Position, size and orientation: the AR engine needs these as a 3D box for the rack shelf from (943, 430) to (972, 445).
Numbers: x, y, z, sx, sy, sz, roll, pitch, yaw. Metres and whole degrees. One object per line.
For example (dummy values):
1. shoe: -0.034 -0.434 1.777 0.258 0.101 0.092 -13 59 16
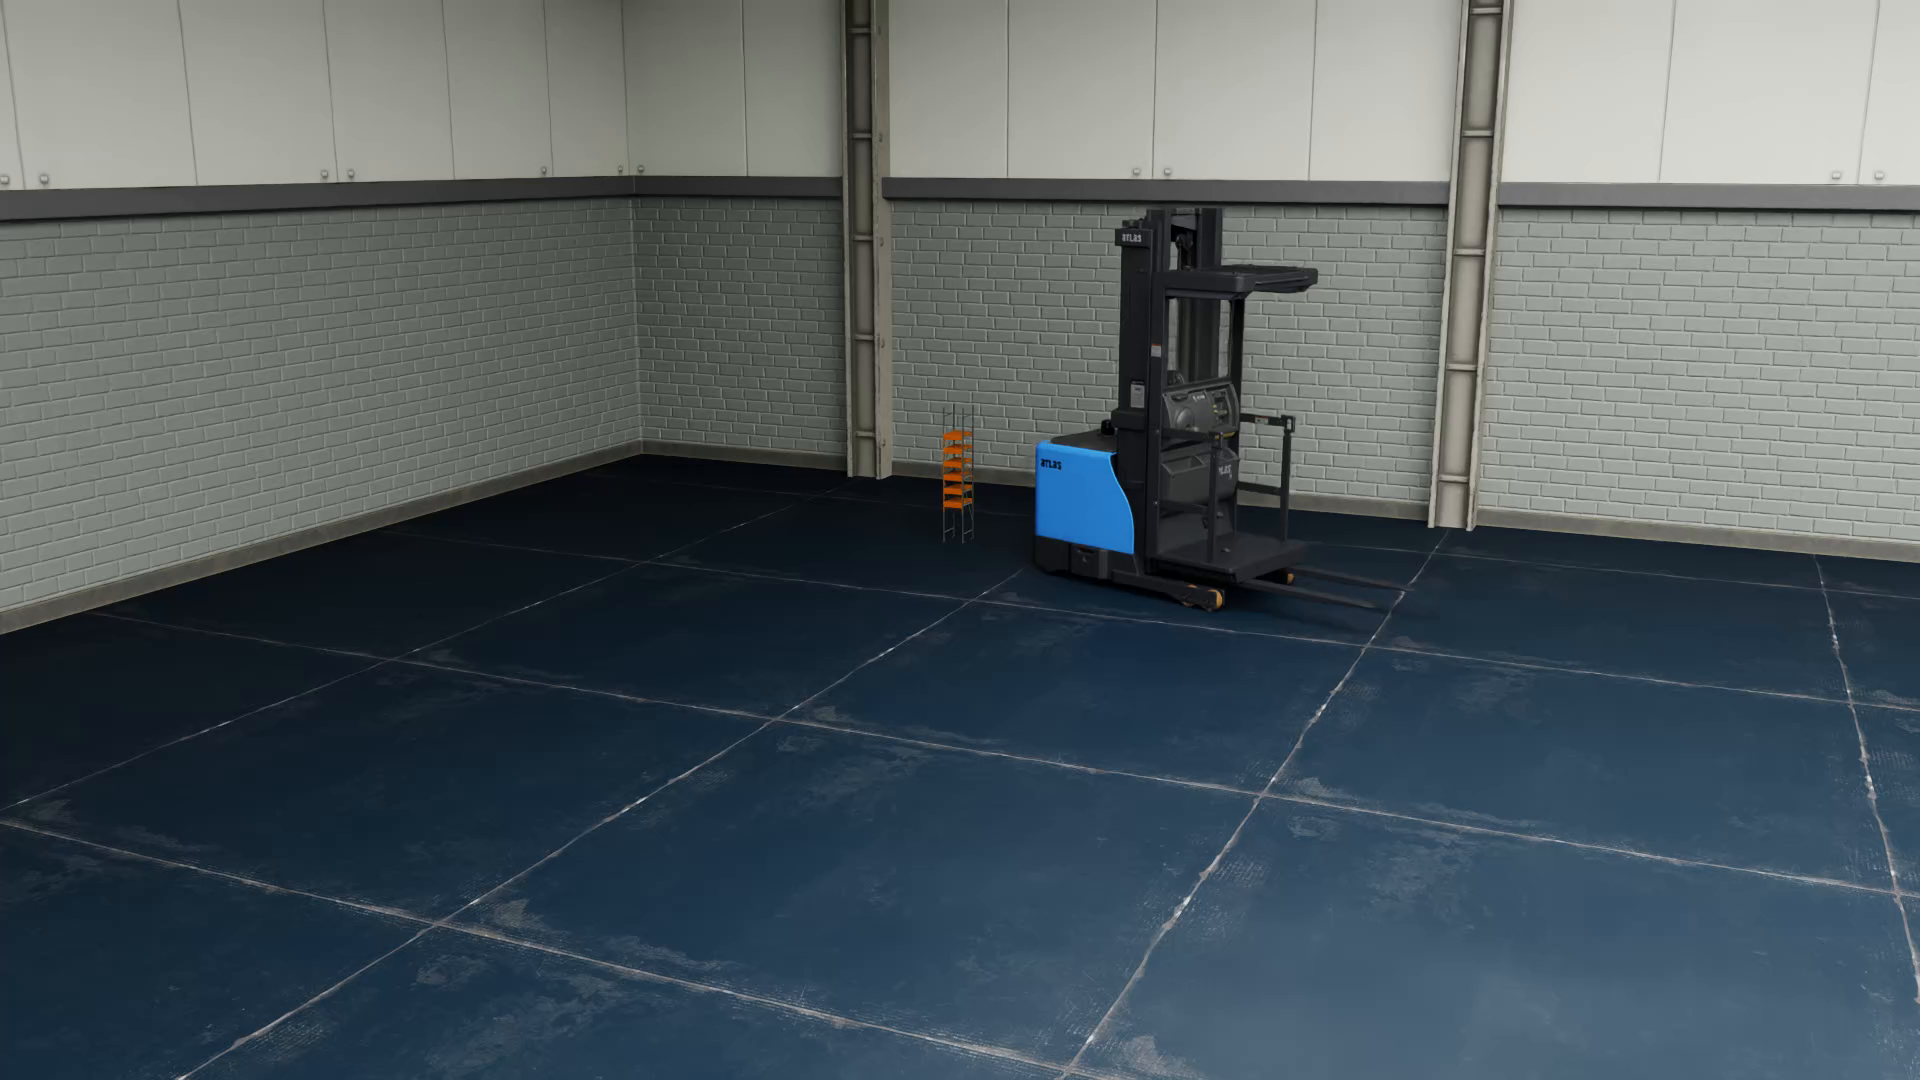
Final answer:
1. rack shelf: -0.013 -0.893 14.551 0.180 0.103 0.258 6 14 23

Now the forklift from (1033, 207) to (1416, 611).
1. forklift: 2.020 -1.027 12.717 3.031 2.935 1.130 12 18 41

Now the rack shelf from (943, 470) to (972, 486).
1. rack shelf: -0.013 -0.542 14.634 0.180 0.103 0.258 6 14 23

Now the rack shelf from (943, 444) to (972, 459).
1. rack shelf: -0.013 -0.776 14.579 0.180 0.103 0.258 6 14 23

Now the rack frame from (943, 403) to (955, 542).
1. rack frame: -0.097 -0.594 14.660 0.006 1.200 0.240 6 14 23

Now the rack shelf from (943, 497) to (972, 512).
1. rack shelf: -0.013 -0.309 14.688 0.180 0.103 0.258 6 14 23

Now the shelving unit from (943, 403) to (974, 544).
1. shelving unit: -0.013 -0.585 14.623 0.189 1.200 0.258 6 14 23

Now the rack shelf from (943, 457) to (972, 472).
1. rack shelf: -0.013 -0.659 14.606 0.180 0.103 0.258 6 14 23

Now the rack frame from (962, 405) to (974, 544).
1. rack frame: 0.070 -0.577 14.587 0.006 1.200 0.240 6 14 23

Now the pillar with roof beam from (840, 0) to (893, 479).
1. pillar with roof beam: -2.699 -4.169 12.821 0.400 9.000 9.100 6 14 23

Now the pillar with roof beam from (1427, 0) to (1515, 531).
1. pillar with roof beam: 2.787 -3.613 10.455 0.400 9.000 9.100 6 14 23

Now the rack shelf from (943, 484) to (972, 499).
1. rack shelf: -0.013 -0.425 14.661 0.180 0.103 0.258 6 14 23
